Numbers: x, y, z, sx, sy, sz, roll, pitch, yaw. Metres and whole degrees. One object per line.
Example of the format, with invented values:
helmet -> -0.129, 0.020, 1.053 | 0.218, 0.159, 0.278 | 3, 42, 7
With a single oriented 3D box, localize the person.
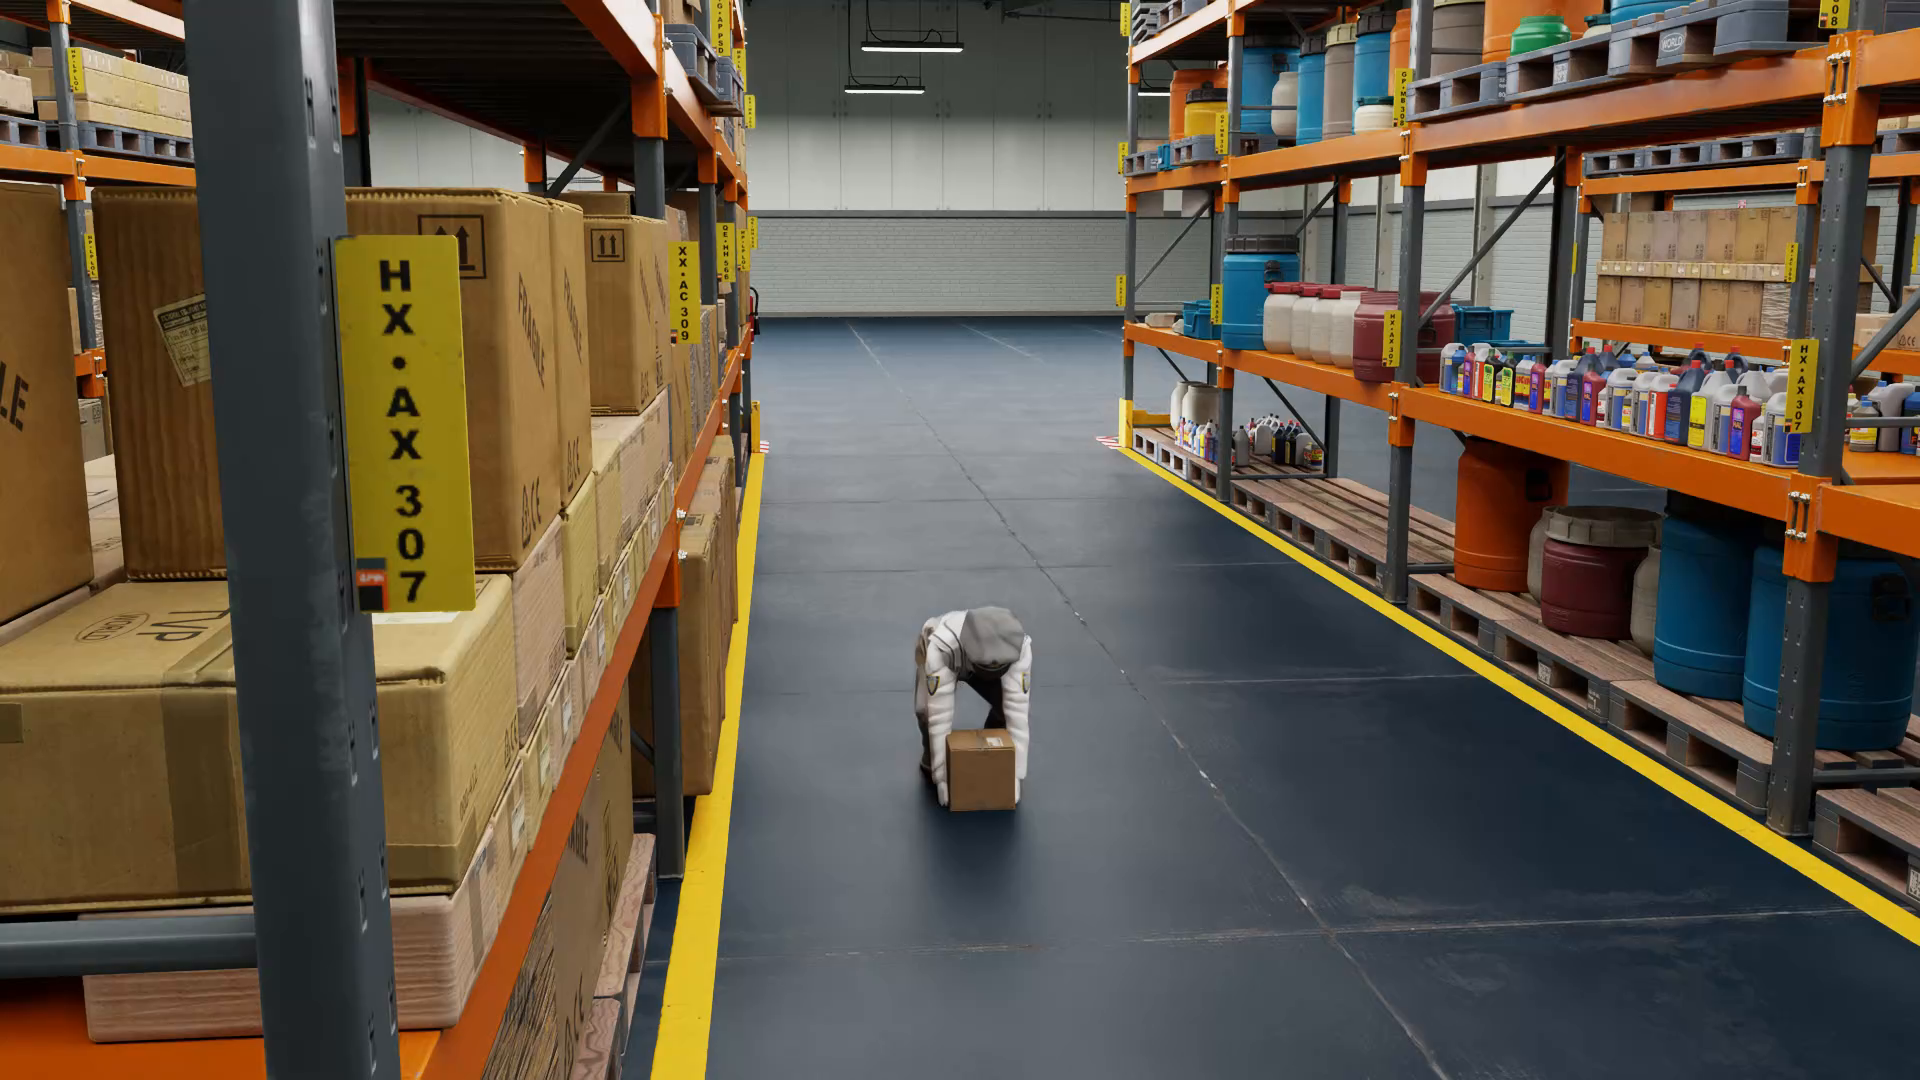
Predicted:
person -> 0.046, 0.607, 6.685 | 0.464, 0.823, 0.898 | -1, 10, -6
